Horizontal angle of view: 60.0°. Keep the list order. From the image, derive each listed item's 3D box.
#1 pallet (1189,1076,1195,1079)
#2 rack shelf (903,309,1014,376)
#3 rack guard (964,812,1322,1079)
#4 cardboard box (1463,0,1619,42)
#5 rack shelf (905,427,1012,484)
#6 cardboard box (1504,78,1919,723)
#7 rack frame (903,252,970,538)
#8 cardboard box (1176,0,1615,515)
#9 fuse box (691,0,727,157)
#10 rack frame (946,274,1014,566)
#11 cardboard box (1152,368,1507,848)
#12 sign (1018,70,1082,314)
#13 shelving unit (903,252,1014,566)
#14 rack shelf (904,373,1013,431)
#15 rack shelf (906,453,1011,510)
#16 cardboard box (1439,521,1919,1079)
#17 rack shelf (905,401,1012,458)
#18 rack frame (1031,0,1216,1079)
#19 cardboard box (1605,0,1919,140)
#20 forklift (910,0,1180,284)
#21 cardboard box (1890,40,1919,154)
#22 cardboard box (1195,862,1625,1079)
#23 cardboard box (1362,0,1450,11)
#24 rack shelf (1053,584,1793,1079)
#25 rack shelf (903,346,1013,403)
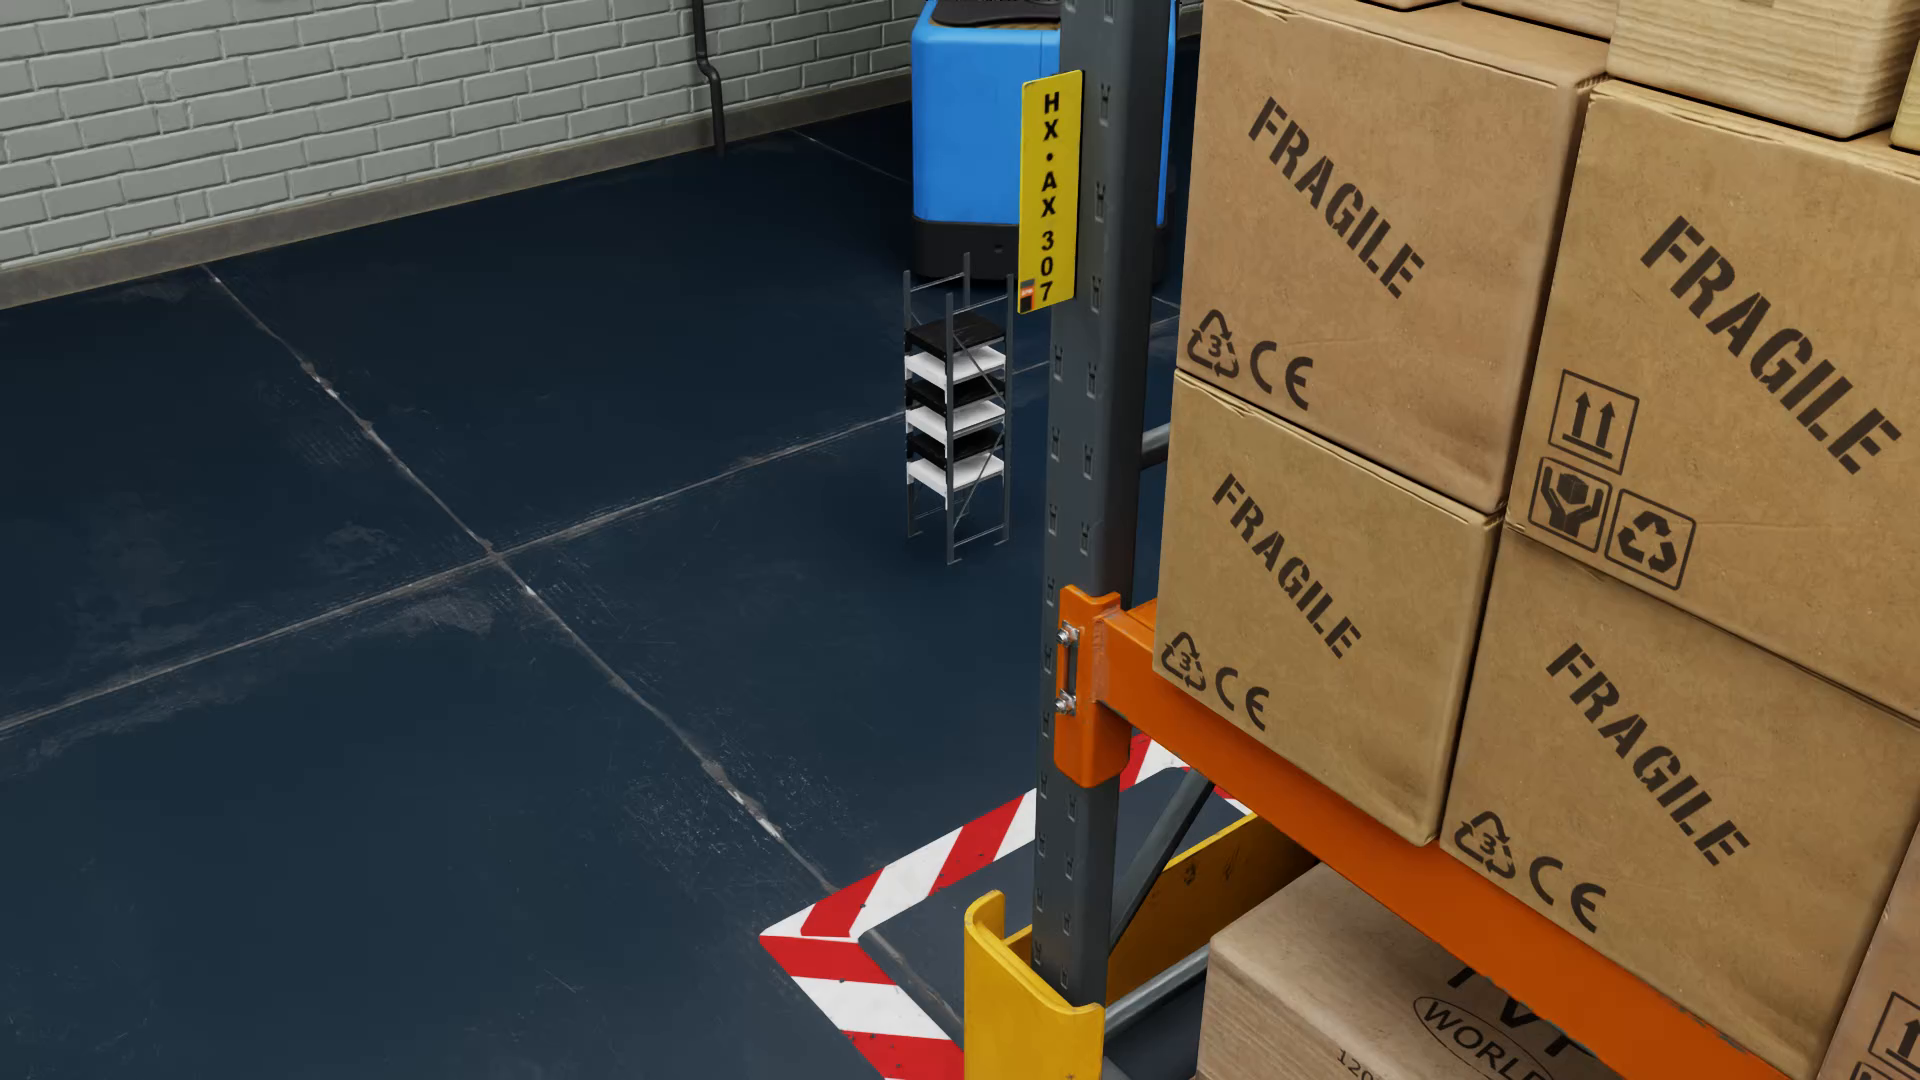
[{"bbox_3d":[1.116,1.247,3.043,1.003,0.211,1.213,-22,38,-31],"label":"pallet"},{"bbox_3d":[-0.005,-0.587,4.893,0.258,0.077,0.200,-22,38,-31],"label":"rack shelf"},{"bbox_3d":[0.549,0.806,3.478,1.175,0.500,0.348,-22,38,-31],"label":"rack guard"},{"bbox_3d":[0.780,-0.665,1.820,0.380,0.149,0.250,-21,38,-30],"label":"cardboard box"},{"bbox_3d":[-0.005,-0.281,5.083,0.258,0.077,0.200,-22,38,-31],"label":"rack shelf"},{"bbox_3d":[0.955,-0.208,1.699,0.500,0.500,0.500,-23,39,-33],"label":"cardboard box"},{"bbox_3d":[-0.067,-0.428,5.086,0.240,0.900,0.006,-22,38,-31],"label":"rack frame"},{"bbox_3d":[0.633,-0.421,2.042,0.500,0.500,0.500,-23,39,-32],"label":"cardboard box"},{"bbox_3d":[-1.164,-2.660,7.910,0.539,1.711,0.414,-22,38,-31],"label":"fuse box"},{"bbox_3d":[0.057,-0.343,4.950,0.240,0.900,0.006,-22,38,-31],"label":"rack frame"},{"bbox_3d":[0.631,0.005,2.305,0.500,0.500,0.500,-23,38,-32],"label":"cardboard box"},{"bbox_3d":[0.122,-0.470,2.268,0.100,0.325,0.005,-22,38,-31],"label":"sign"},{"bbox_3d":[-0.005,-0.386,5.018,0.258,0.900,0.210,-22,38,-31],"label":"shelving unit"},{"bbox_3d":[-0.005,-0.434,4.988,0.258,0.077,0.200,-22,38,-31],"label":"rack shelf"},{"bbox_3d":[-0.005,-0.204,5.131,0.258,0.077,0.200,-22,38,-31],"label":"rack shelf"},{"bbox_3d":[0.963,0.207,1.980,0.500,0.500,0.500,-23,38,-32],"label":"cardboard box"},{"bbox_3d":[-0.005,-0.357,5.036,0.258,0.077,0.200,-22,38,-31],"label":"rack shelf"},{"bbox_3d":[0.564,-0.246,2.803,1.000,3.000,0.127,-22,38,-31],"label":"rack frame"},{"bbox_3d":[0.848,-0.519,1.586,0.380,0.149,0.250,-21,38,-30],"label":"cardboard box"},{"bbox_3d":[0.465,-3.038,7.364,1.130,2.935,3.031,3,32,5],"label":"forklift"},{"bbox_3d":[1.024,-0.415,1.419,0.380,0.149,0.250,-24,39,-33],"label":"cardboard box"},{"bbox_3d":[1.047,0.907,2.977,0.875,0.438,0.875,-24,39,-33],"label":"cardboard box"},{"bbox_3d":[0.563,-0.751,1.959,0.380,0.149,0.250,-21,38,-30],"label":"cardboard box"},{"bbox_3d":[1.790,0.893,1.650,1.077,0.370,4.000,-22,38,-31],"label":"rack shelf"},{"bbox_3d":[-0.005,-0.510,4.941,0.258,0.077,0.200,-22,38,-31],"label":"rack shelf"}]
